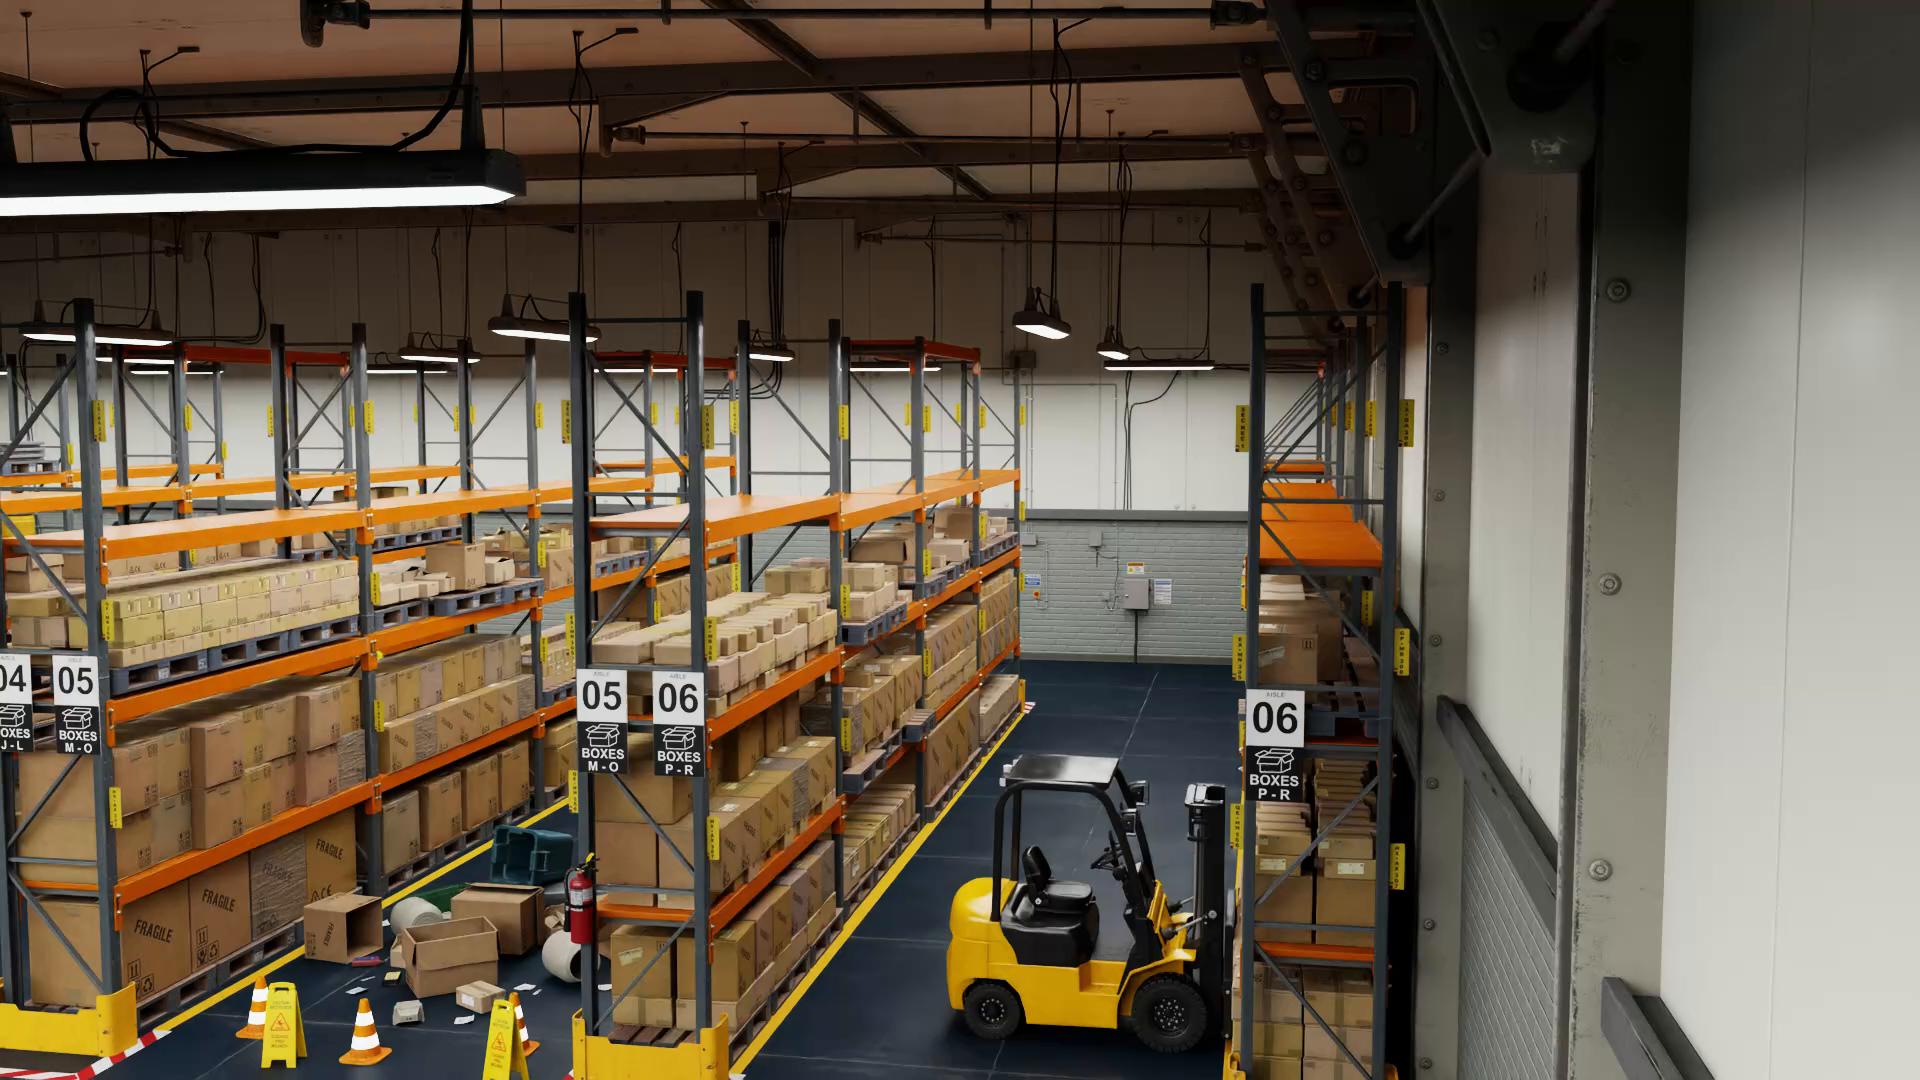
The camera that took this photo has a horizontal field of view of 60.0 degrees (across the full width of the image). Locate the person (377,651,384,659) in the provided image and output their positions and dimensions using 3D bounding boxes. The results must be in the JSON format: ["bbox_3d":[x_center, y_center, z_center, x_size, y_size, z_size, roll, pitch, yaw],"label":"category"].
[{"bbox_3d":[-8.186,2.446,23.114,0.600,1.768,0.766,0,5,2],"label":"person"}]
